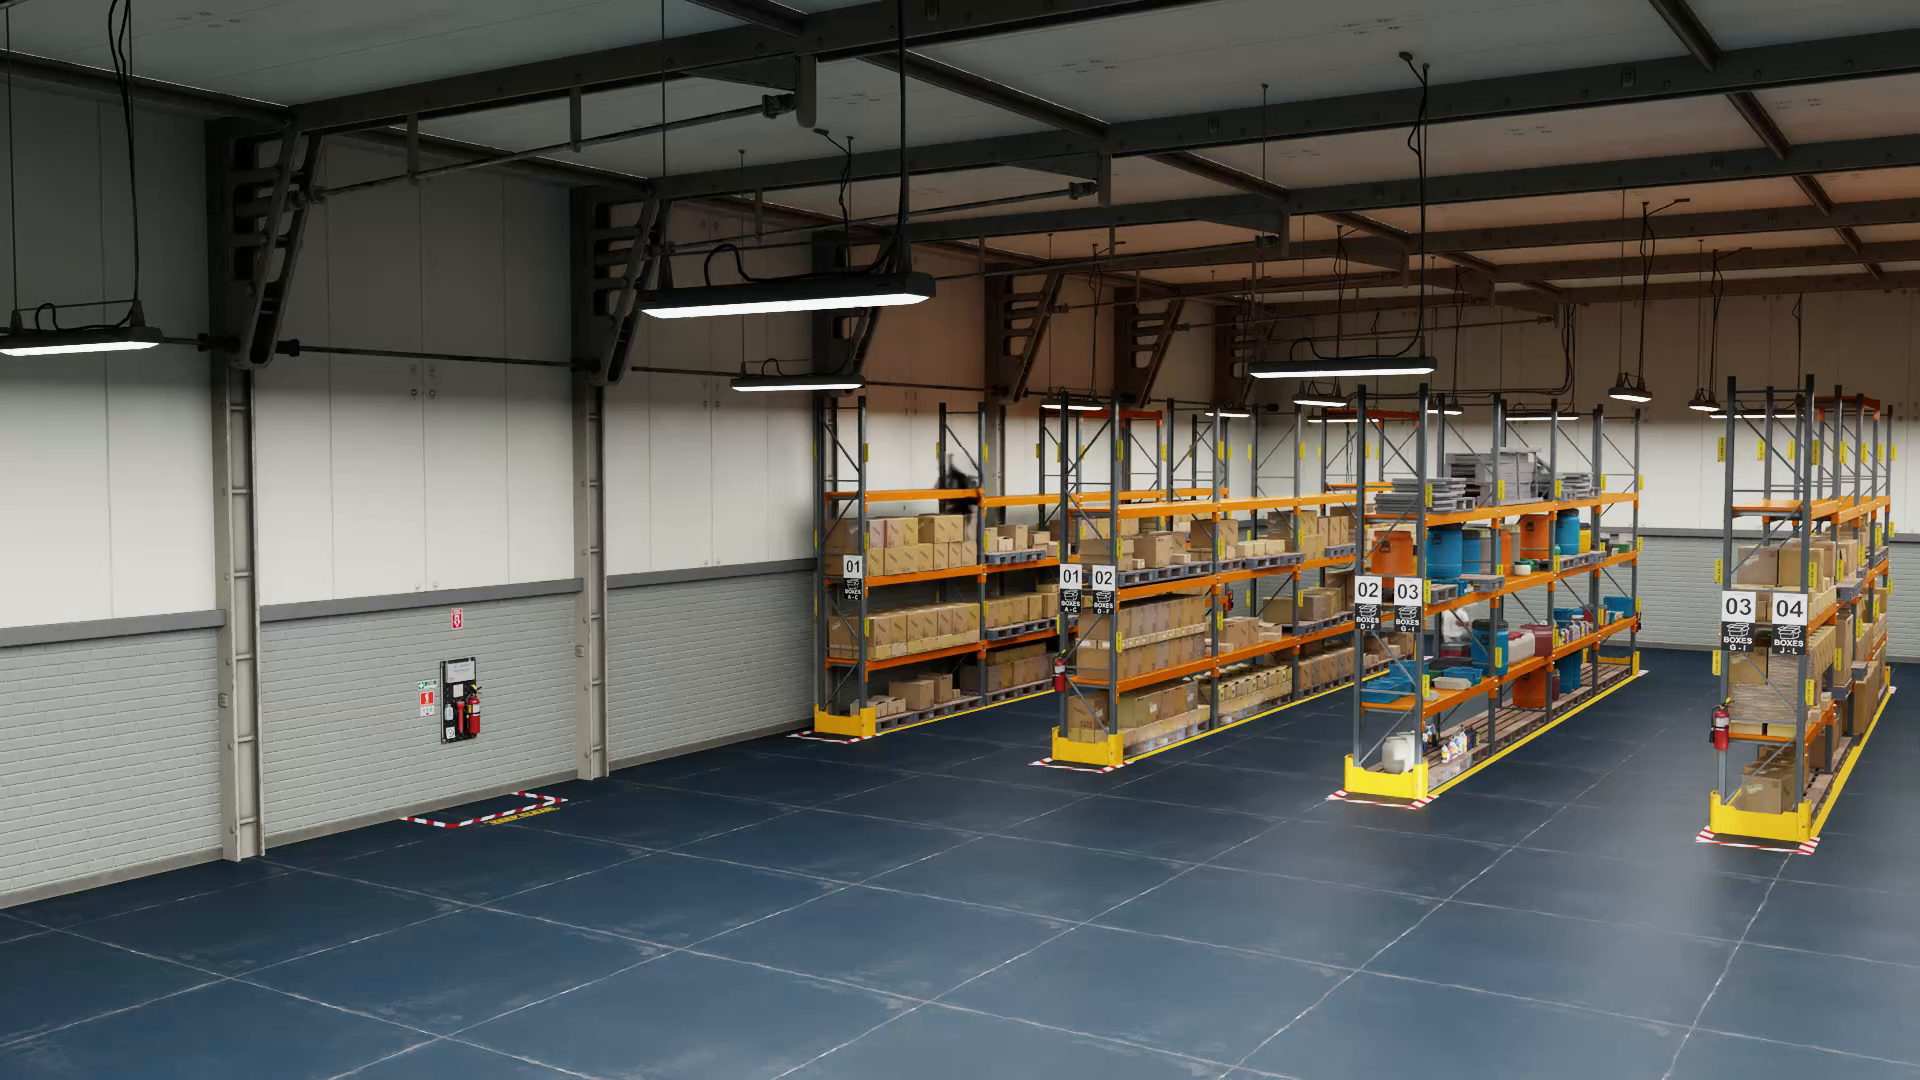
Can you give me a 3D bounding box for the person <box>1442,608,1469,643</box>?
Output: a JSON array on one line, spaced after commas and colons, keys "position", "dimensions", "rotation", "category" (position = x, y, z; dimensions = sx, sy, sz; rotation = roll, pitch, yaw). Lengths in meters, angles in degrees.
[{"position": [11.037, 2.141, 37.259], "dimensions": [0.704, 1.749, 0.991], "rotation": [1, 3, 23], "category": "person"}]
